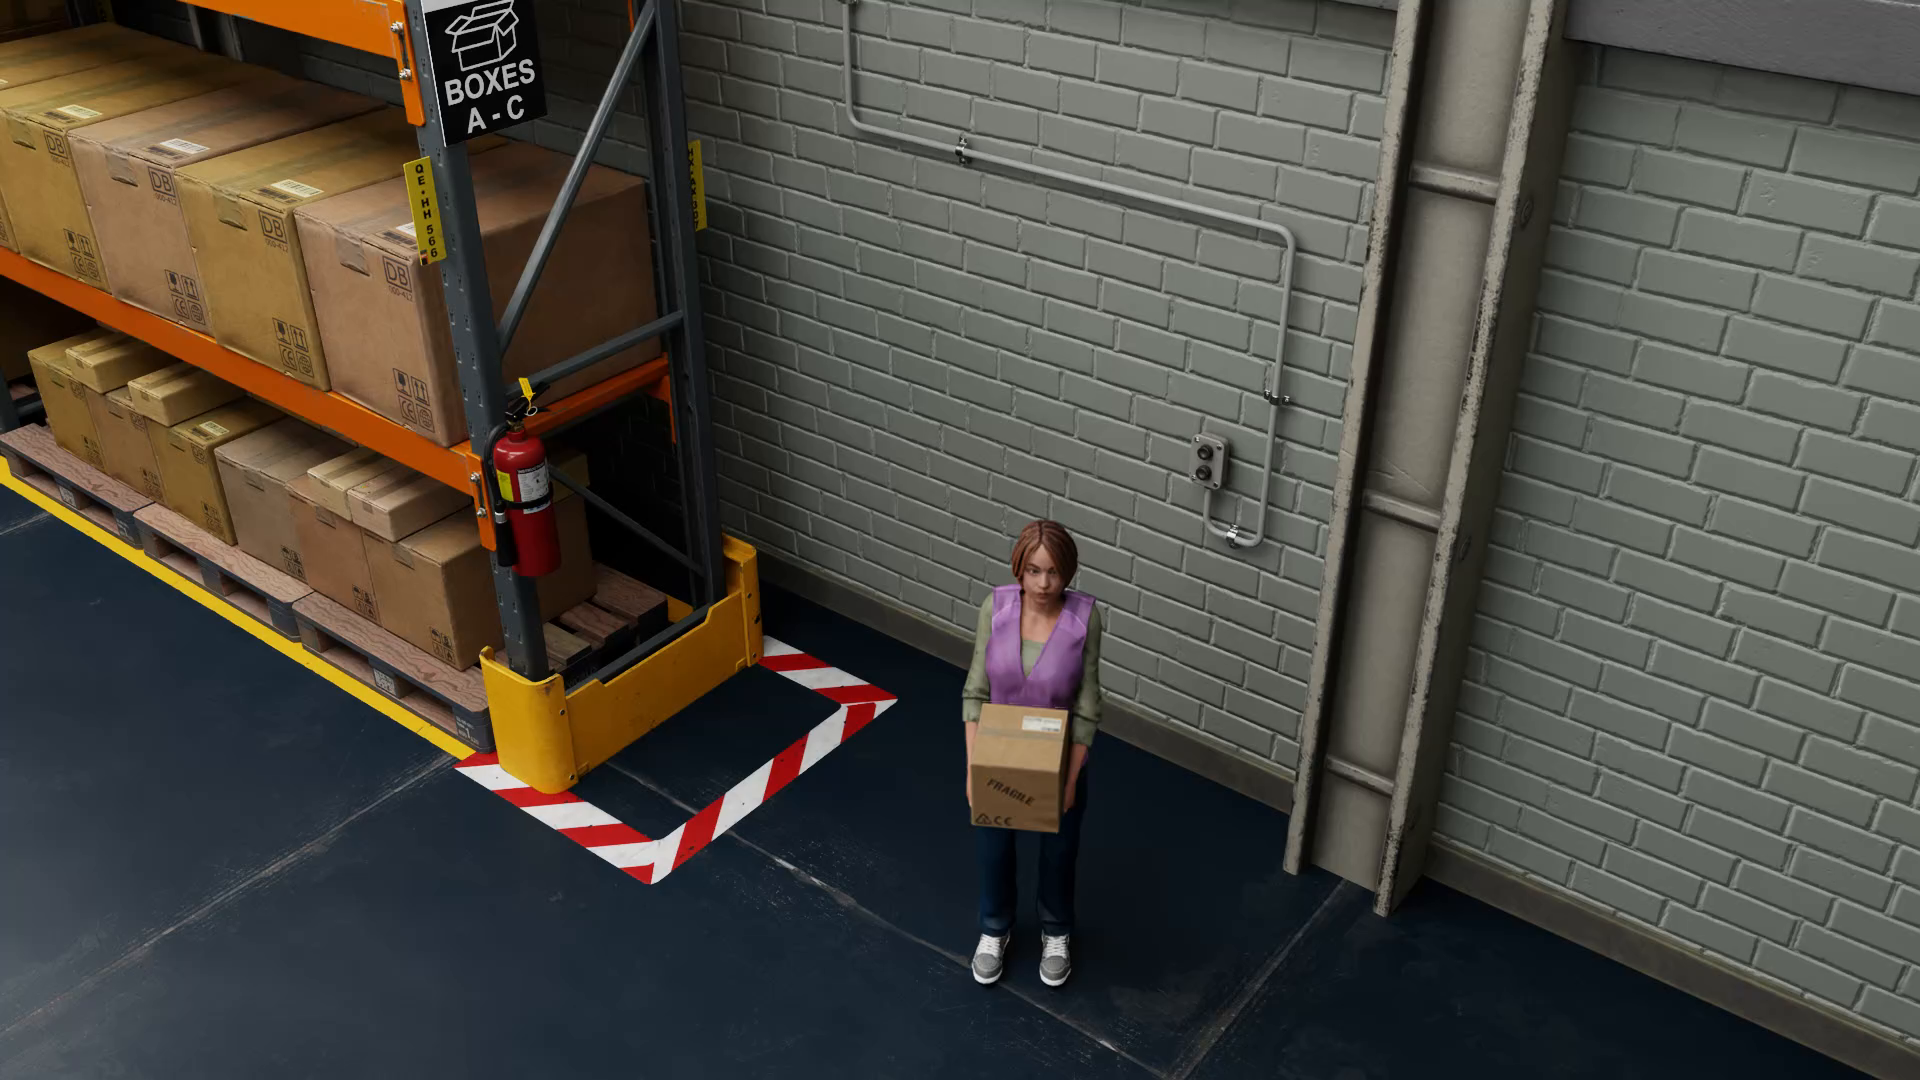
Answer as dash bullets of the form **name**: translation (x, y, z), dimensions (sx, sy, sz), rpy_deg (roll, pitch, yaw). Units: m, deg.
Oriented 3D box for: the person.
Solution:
- **person**: translation (0.209, 0.703, 4.989), dimensions (0.412, 1.593, 0.488), rpy_deg (5, 32, 8)
